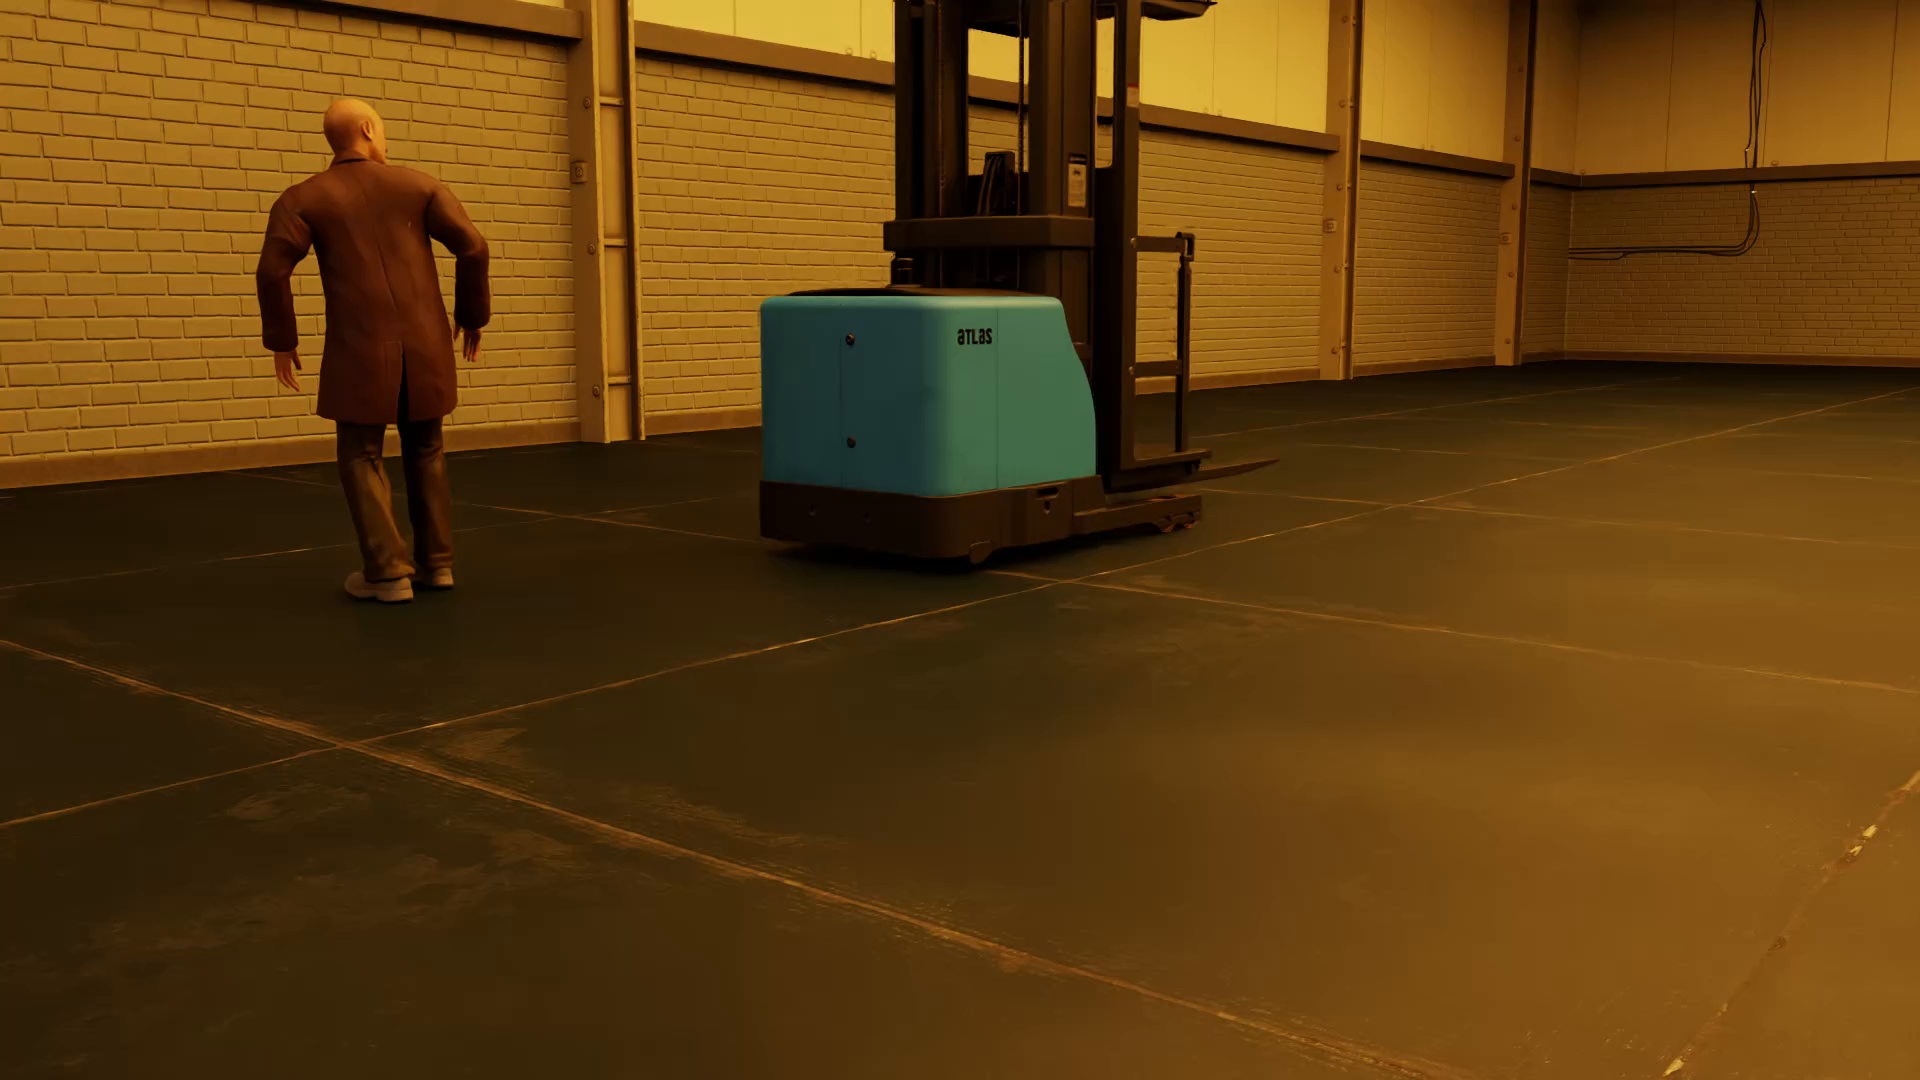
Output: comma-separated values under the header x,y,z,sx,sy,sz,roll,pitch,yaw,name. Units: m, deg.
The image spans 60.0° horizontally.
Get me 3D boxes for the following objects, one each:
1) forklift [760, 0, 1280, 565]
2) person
x,y,z,sx,sy,sz,roll,pitch,yaw,name
0.478,-1.519,7.660,1.130,2.935,3.031,7,11,39,forklift
-2.105,-0.676,5.966,0.799,1.759,0.558,-6,10,-34,person
